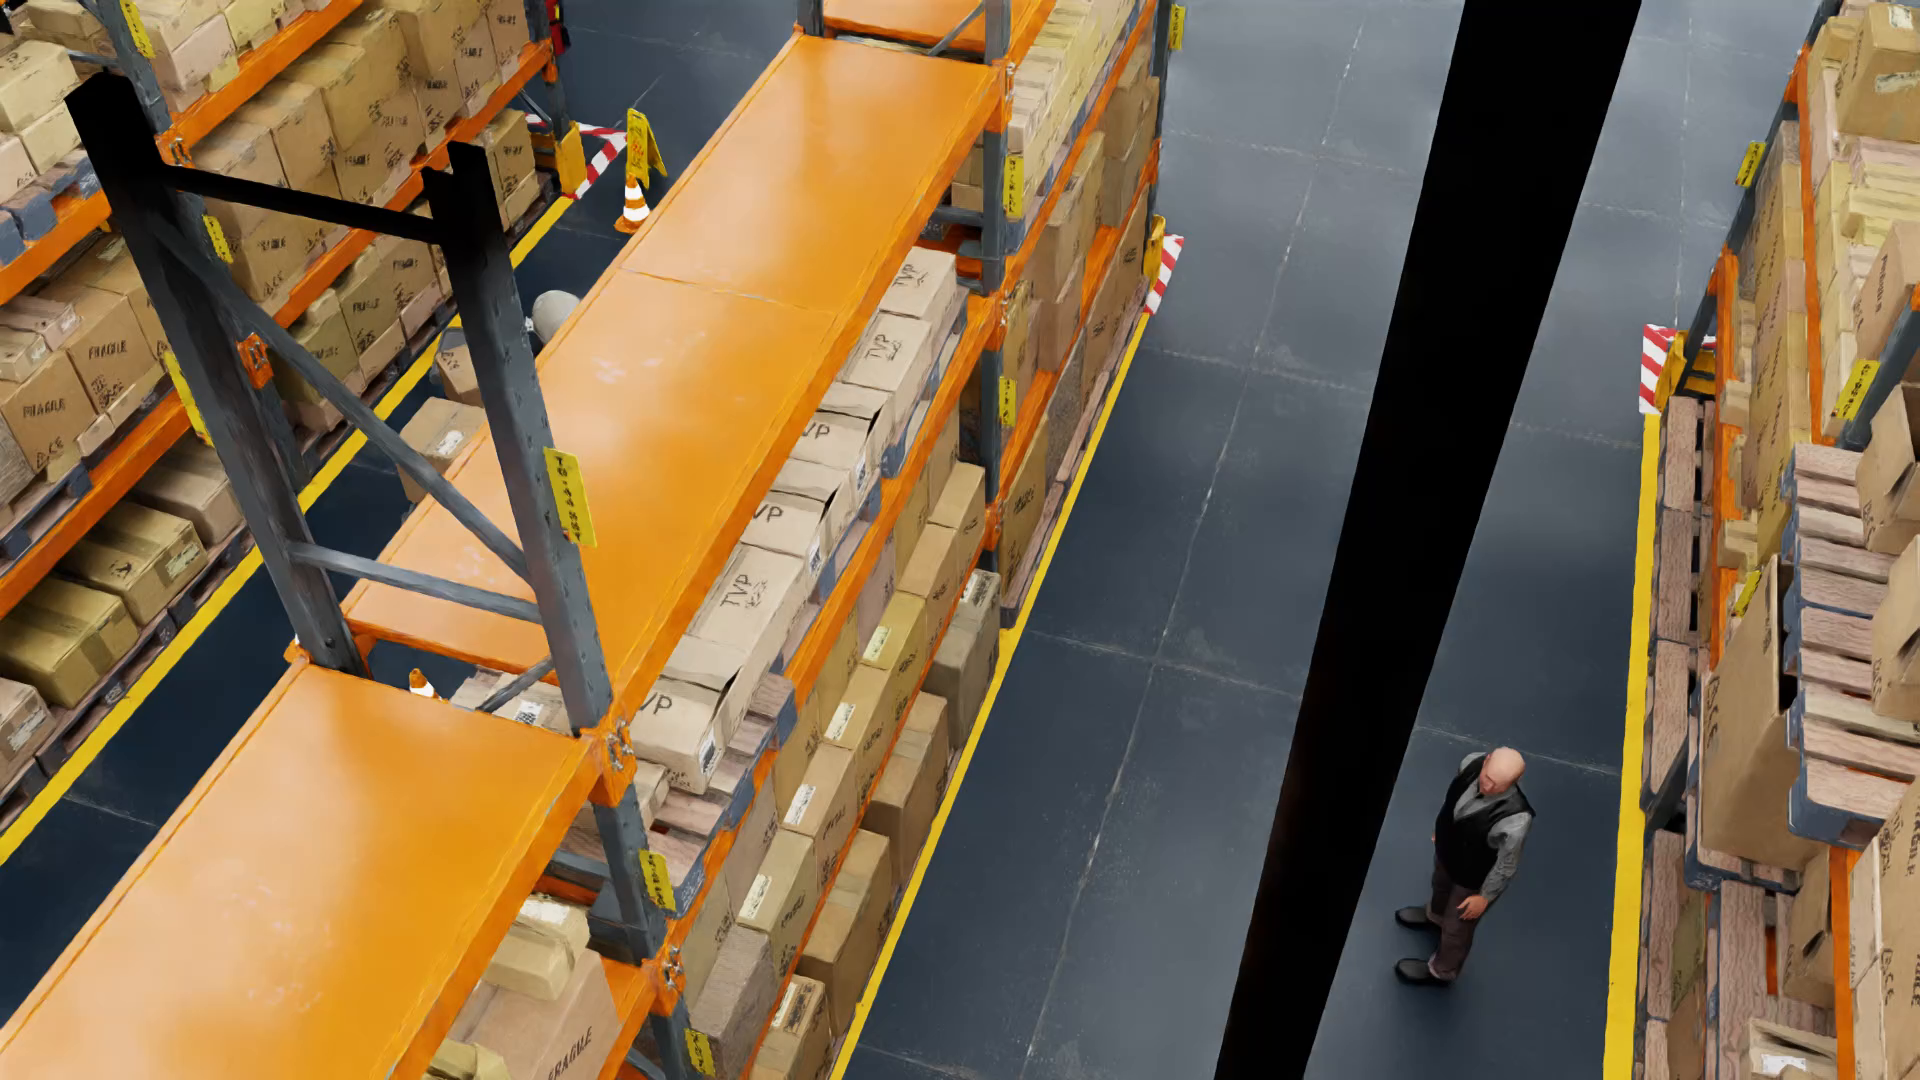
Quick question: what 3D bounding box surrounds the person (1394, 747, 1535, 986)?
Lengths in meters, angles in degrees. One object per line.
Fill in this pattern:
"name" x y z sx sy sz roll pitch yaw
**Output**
"person" 2.508 1.607 8.342 0.448 1.730 0.586 -9 46 -8
